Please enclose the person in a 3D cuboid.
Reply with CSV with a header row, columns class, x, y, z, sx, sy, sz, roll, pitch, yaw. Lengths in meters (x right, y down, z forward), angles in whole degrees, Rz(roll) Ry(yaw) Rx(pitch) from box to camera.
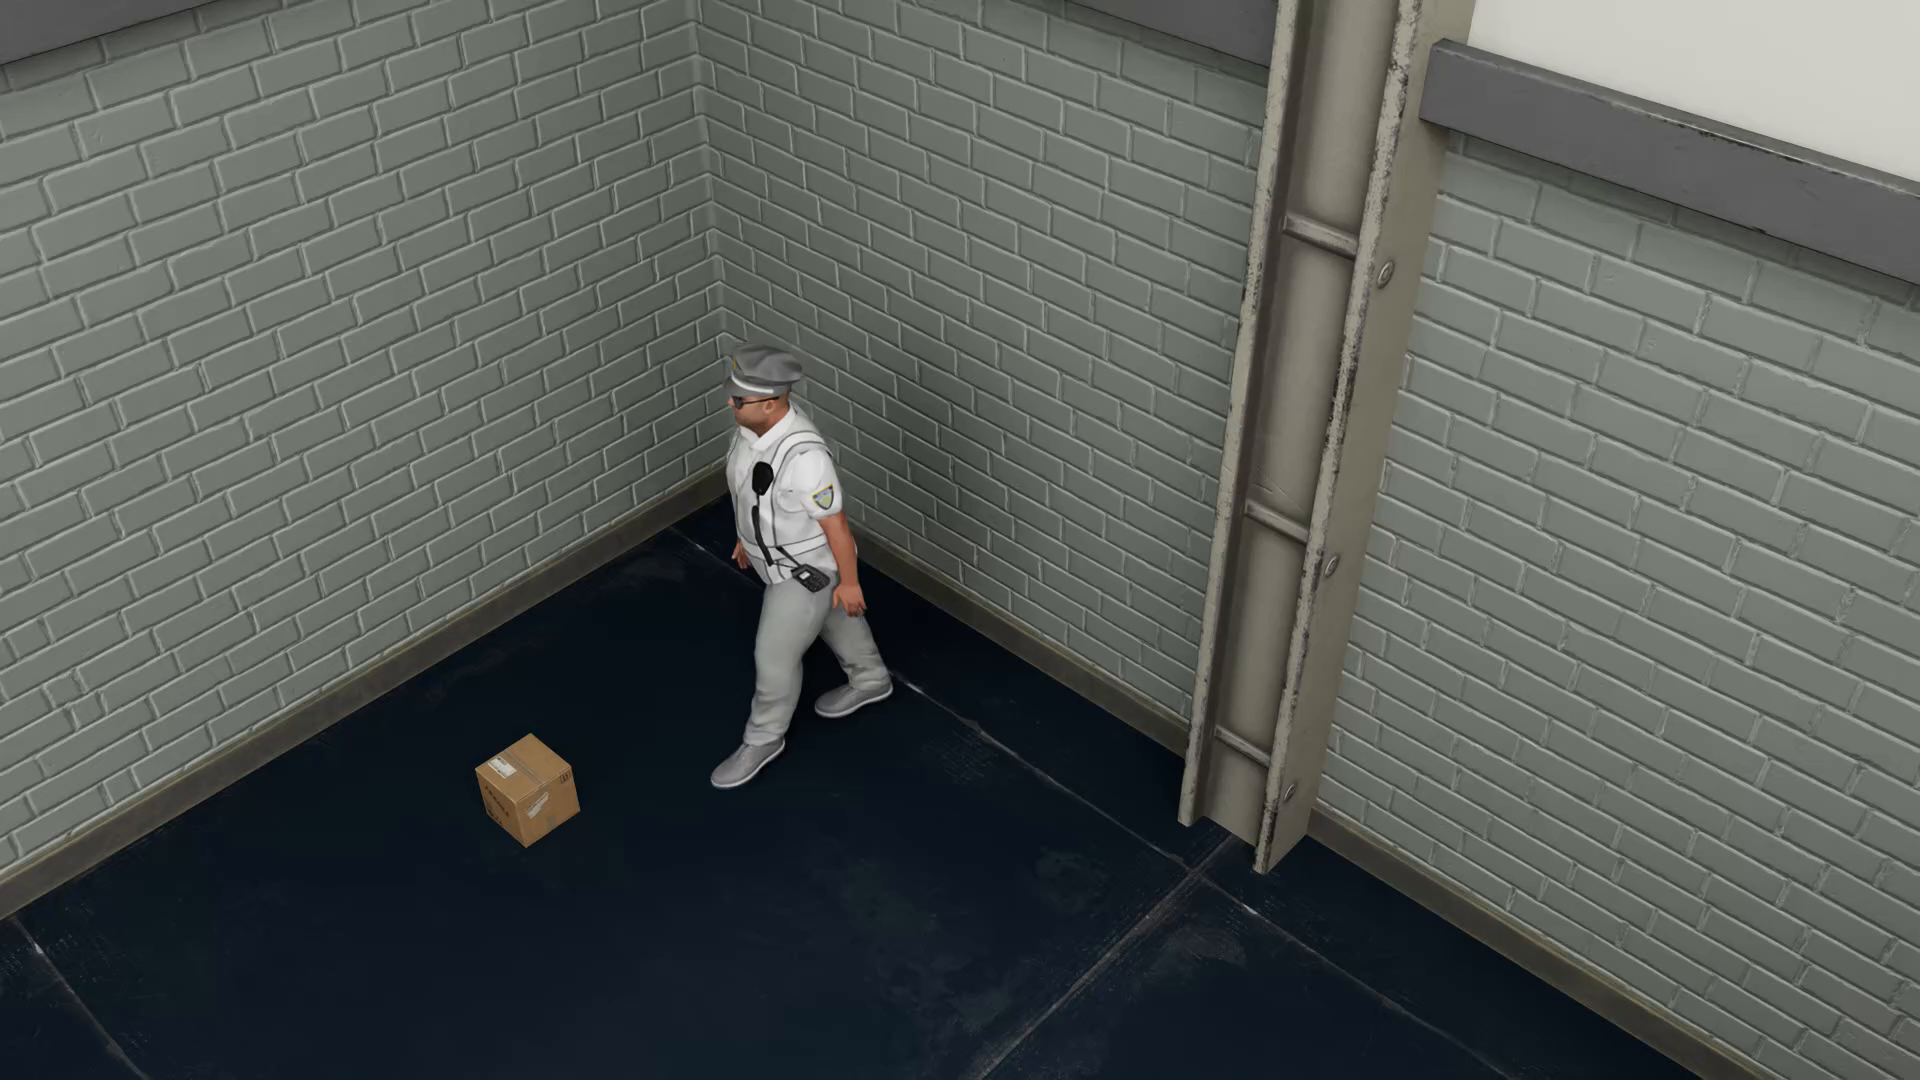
class,x,y,z,sx,sy,sz,roll,pitch,yaw
person,-0.644,0.053,6.069,0.804,1.756,0.558,-13,41,-16
